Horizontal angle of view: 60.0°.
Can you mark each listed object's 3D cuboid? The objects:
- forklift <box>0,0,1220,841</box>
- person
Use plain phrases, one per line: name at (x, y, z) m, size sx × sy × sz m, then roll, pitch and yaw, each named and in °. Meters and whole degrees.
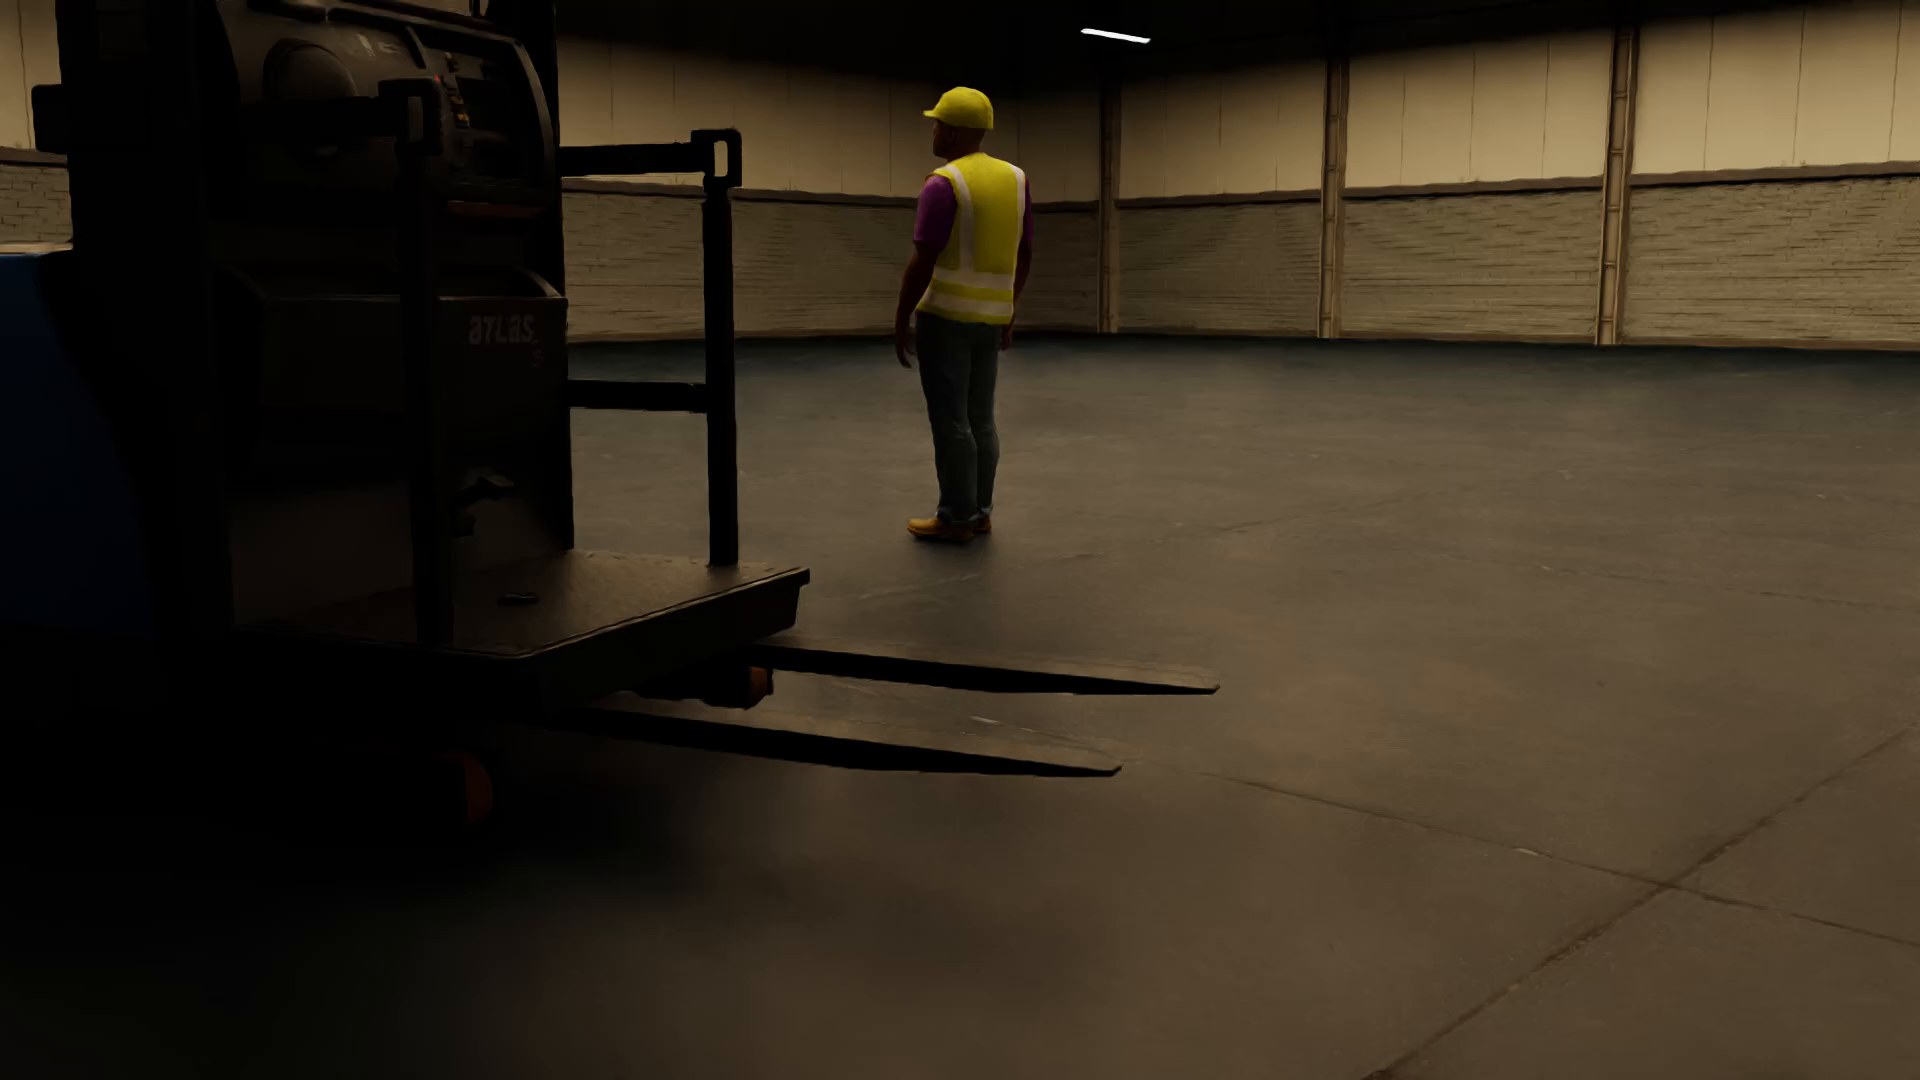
forklift at (-1.000, -0.987, 3.430) m, size 3.031 × 2.935 × 1.130 m, roll 4°, pitch 9°, yaw 24°
person at (-0.046, -0.888, 6.637) m, size 0.576 × 1.766 × 0.665 m, roll 8°, pitch 12°, yaw 43°
